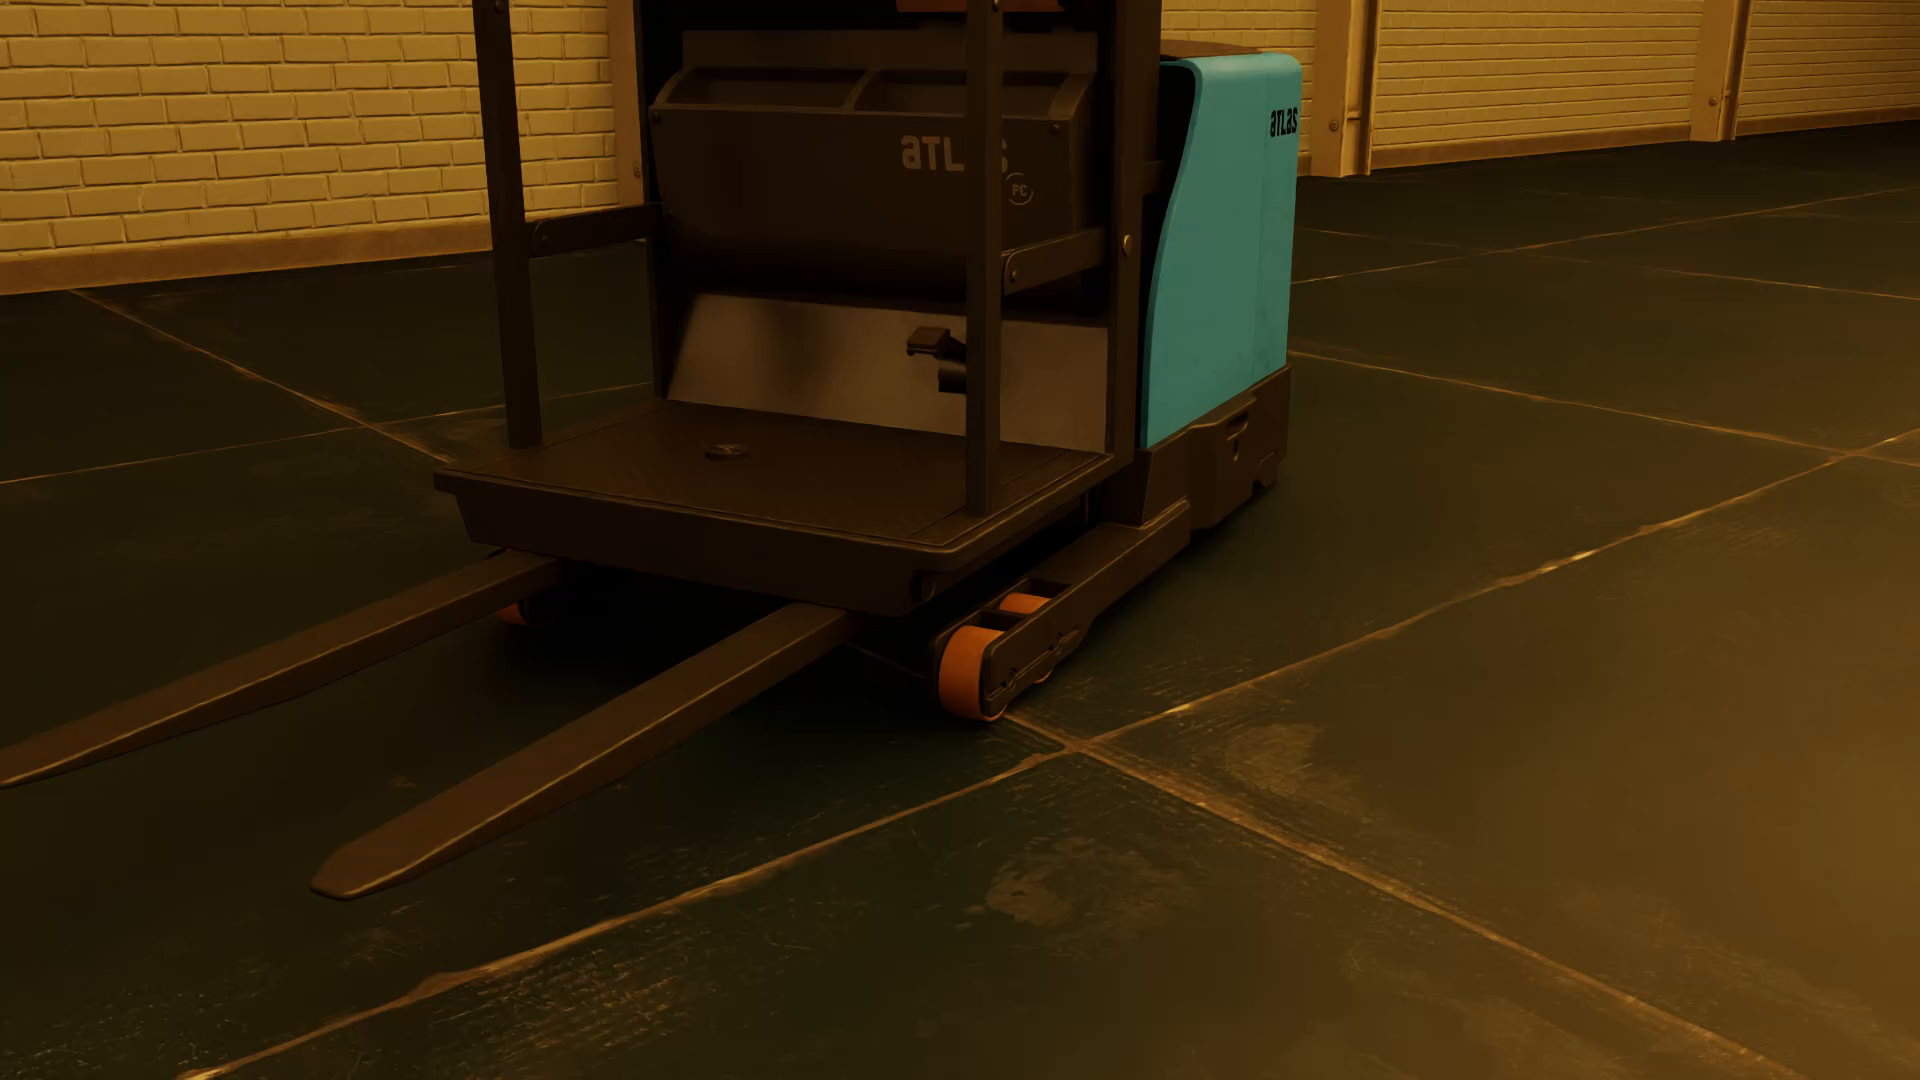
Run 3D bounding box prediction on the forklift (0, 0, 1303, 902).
[{"bbox_3d":[-0.280,-1.237,2.895,1.130,2.935,3.031,9,19,26],"label":"forklift"}]
